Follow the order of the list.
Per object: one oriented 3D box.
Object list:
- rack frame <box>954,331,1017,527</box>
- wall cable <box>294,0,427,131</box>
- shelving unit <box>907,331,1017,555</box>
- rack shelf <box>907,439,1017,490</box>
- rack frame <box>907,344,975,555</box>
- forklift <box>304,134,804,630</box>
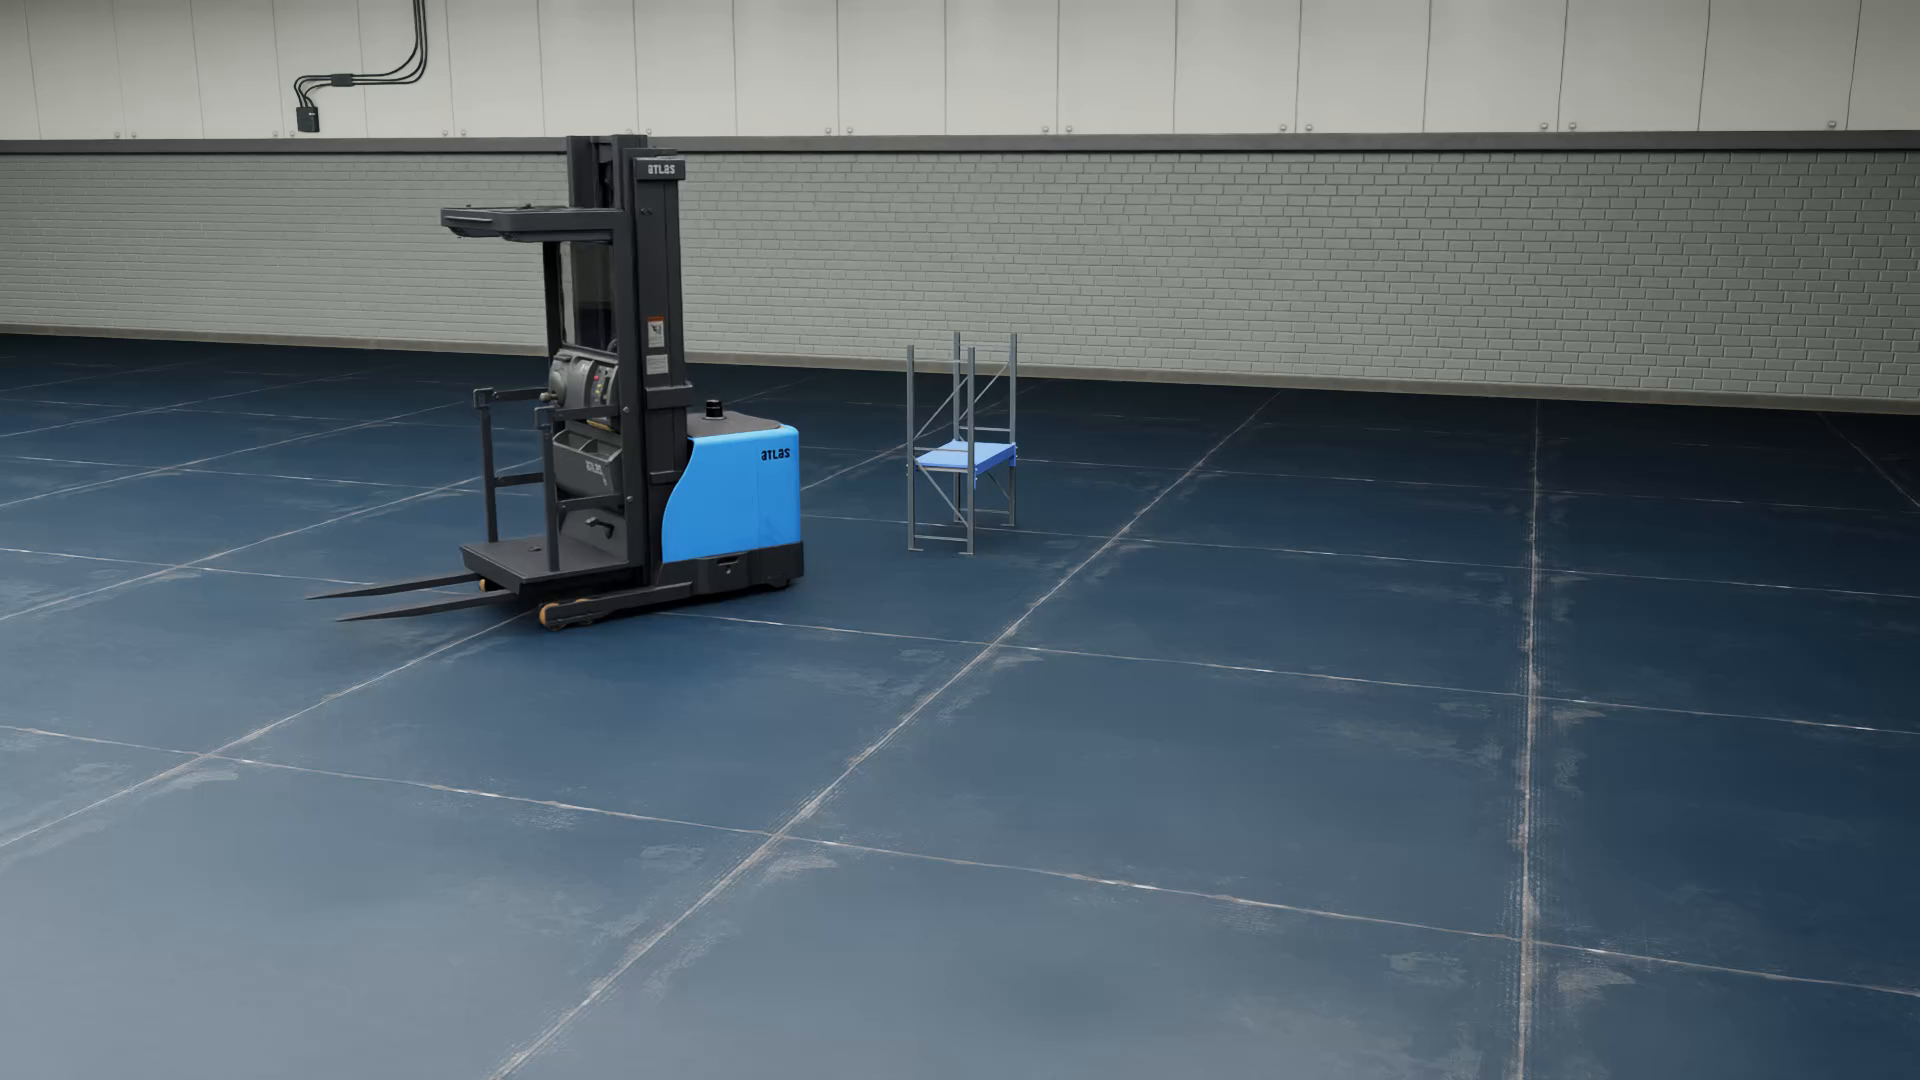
[{"bbox_3d":[0.192,-0.856,12.869,0.500,1.500,0.032,4,14,18],"label":"rack frame"},{"bbox_3d":[-8.722,-8.913,23.674,2.305,6.003,0.169,4,14,18],"label":"wall cable"},{"bbox_3d":[0.028,-0.749,12.400,0.538,1.500,1.048,4,14,18],"label":"shelving unit"},{"bbox_3d":[0.028,-0.574,12.440,0.538,0.185,1.000,4,14,18],"label":"rack shelf"},{"bbox_3d":[-0.137,-0.642,11.931,0.500,1.500,0.032,4,14,18],"label":"rack frame"},{"bbox_3d":[-2.532,-1.013,10.340,3.031,2.935,1.130,-9,16,-35],"label":"forklift"}]
